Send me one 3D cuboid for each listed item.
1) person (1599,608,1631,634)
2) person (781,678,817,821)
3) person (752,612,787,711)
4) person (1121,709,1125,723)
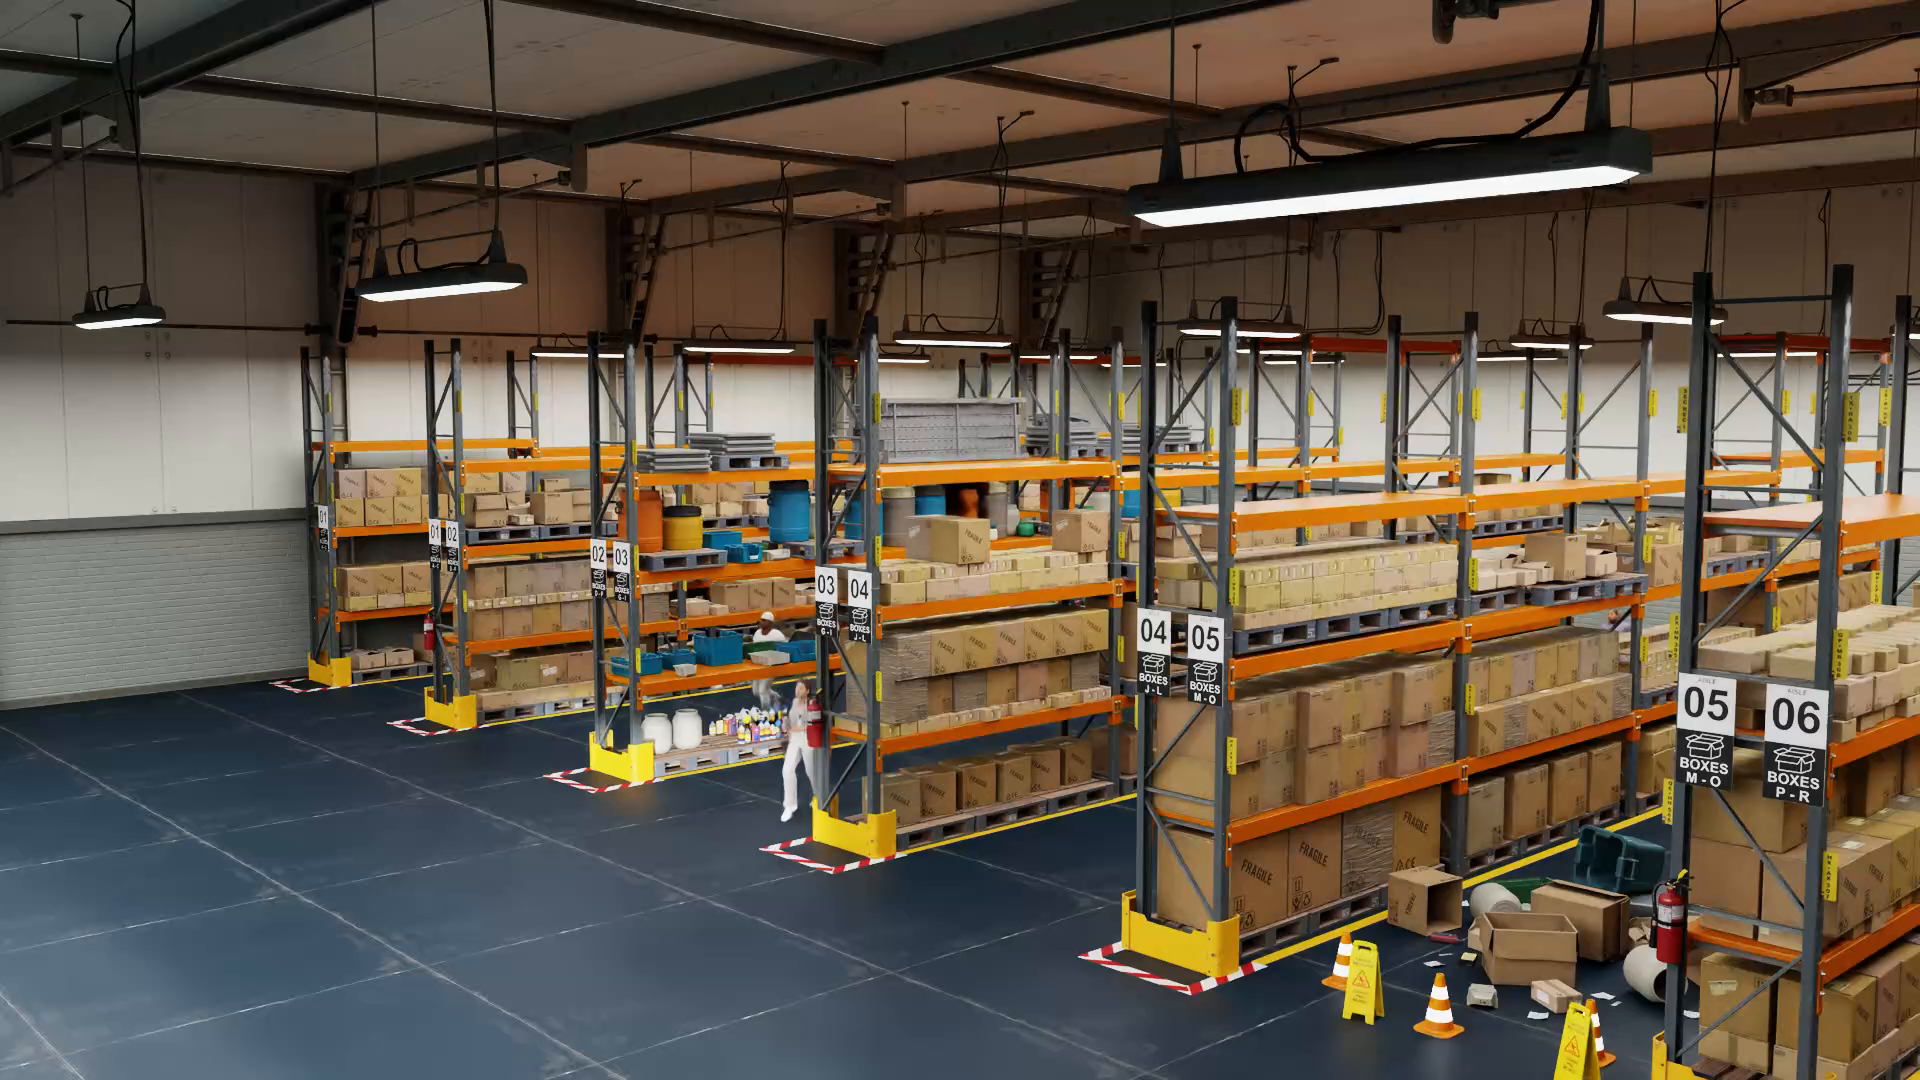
[{"bbox_3d":[10.982,1.930,27.806,0.683,1.587,0.509,4,6,36],"label":"person"},{"bbox_3d":[-1.897,2.580,20.380,0.549,1.610,0.795,3,6,28],"label":"person"},{"bbox_3d":[-3.024,1.988,26.315,0.699,1.724,0.656,4,6,35],"label":"person"},{"bbox_3d":[2.350,2.102,25.671,0.592,1.616,0.581,3,6,34],"label":"person"}]
